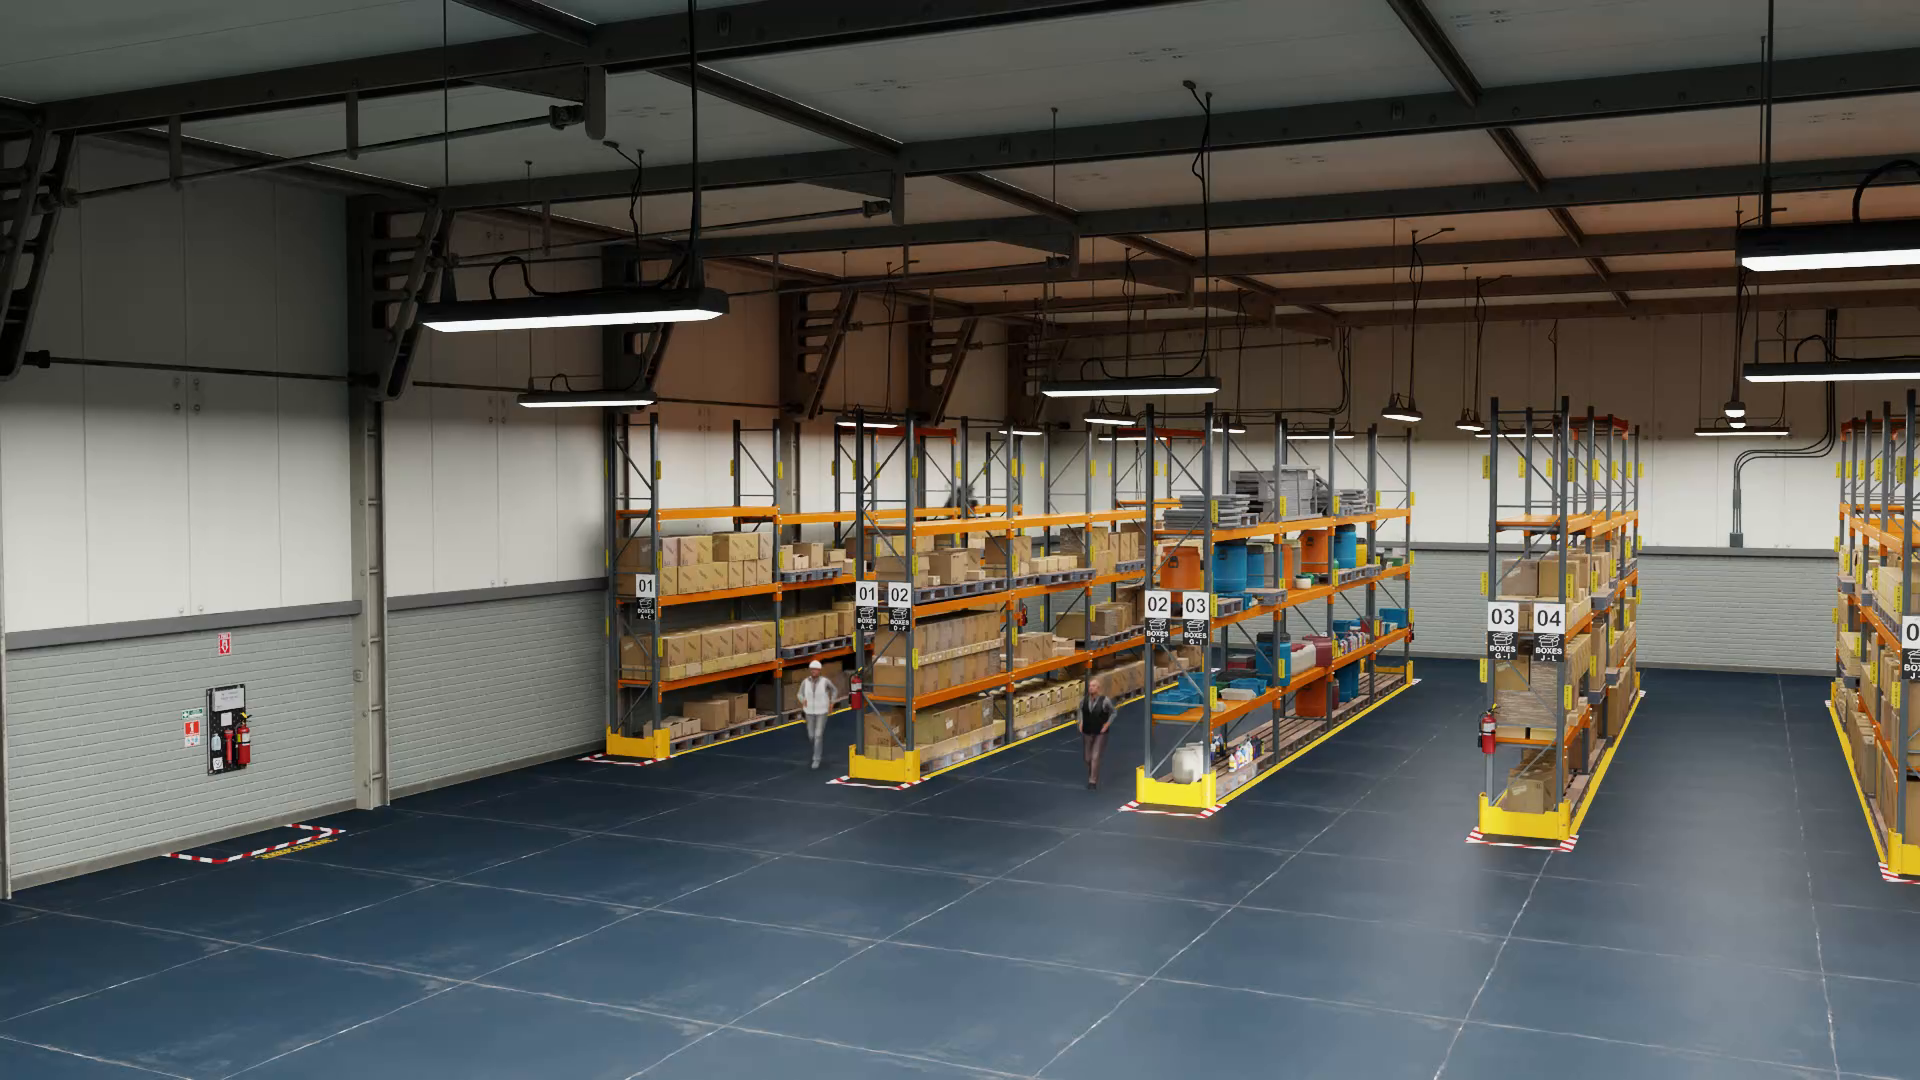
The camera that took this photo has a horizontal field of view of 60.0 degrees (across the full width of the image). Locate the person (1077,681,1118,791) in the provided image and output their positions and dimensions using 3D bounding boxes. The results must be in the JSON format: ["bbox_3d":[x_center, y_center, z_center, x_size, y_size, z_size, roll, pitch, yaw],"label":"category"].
[{"bbox_3d":[2.166,3.065,26.260,0.672,1.707,0.731,1,3,25],"label":"person"}]

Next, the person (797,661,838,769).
[{"bbox_3d":[-2.419,2.930,28.205,0.690,1.790,0.850,0,2,6],"label":"person"}]
